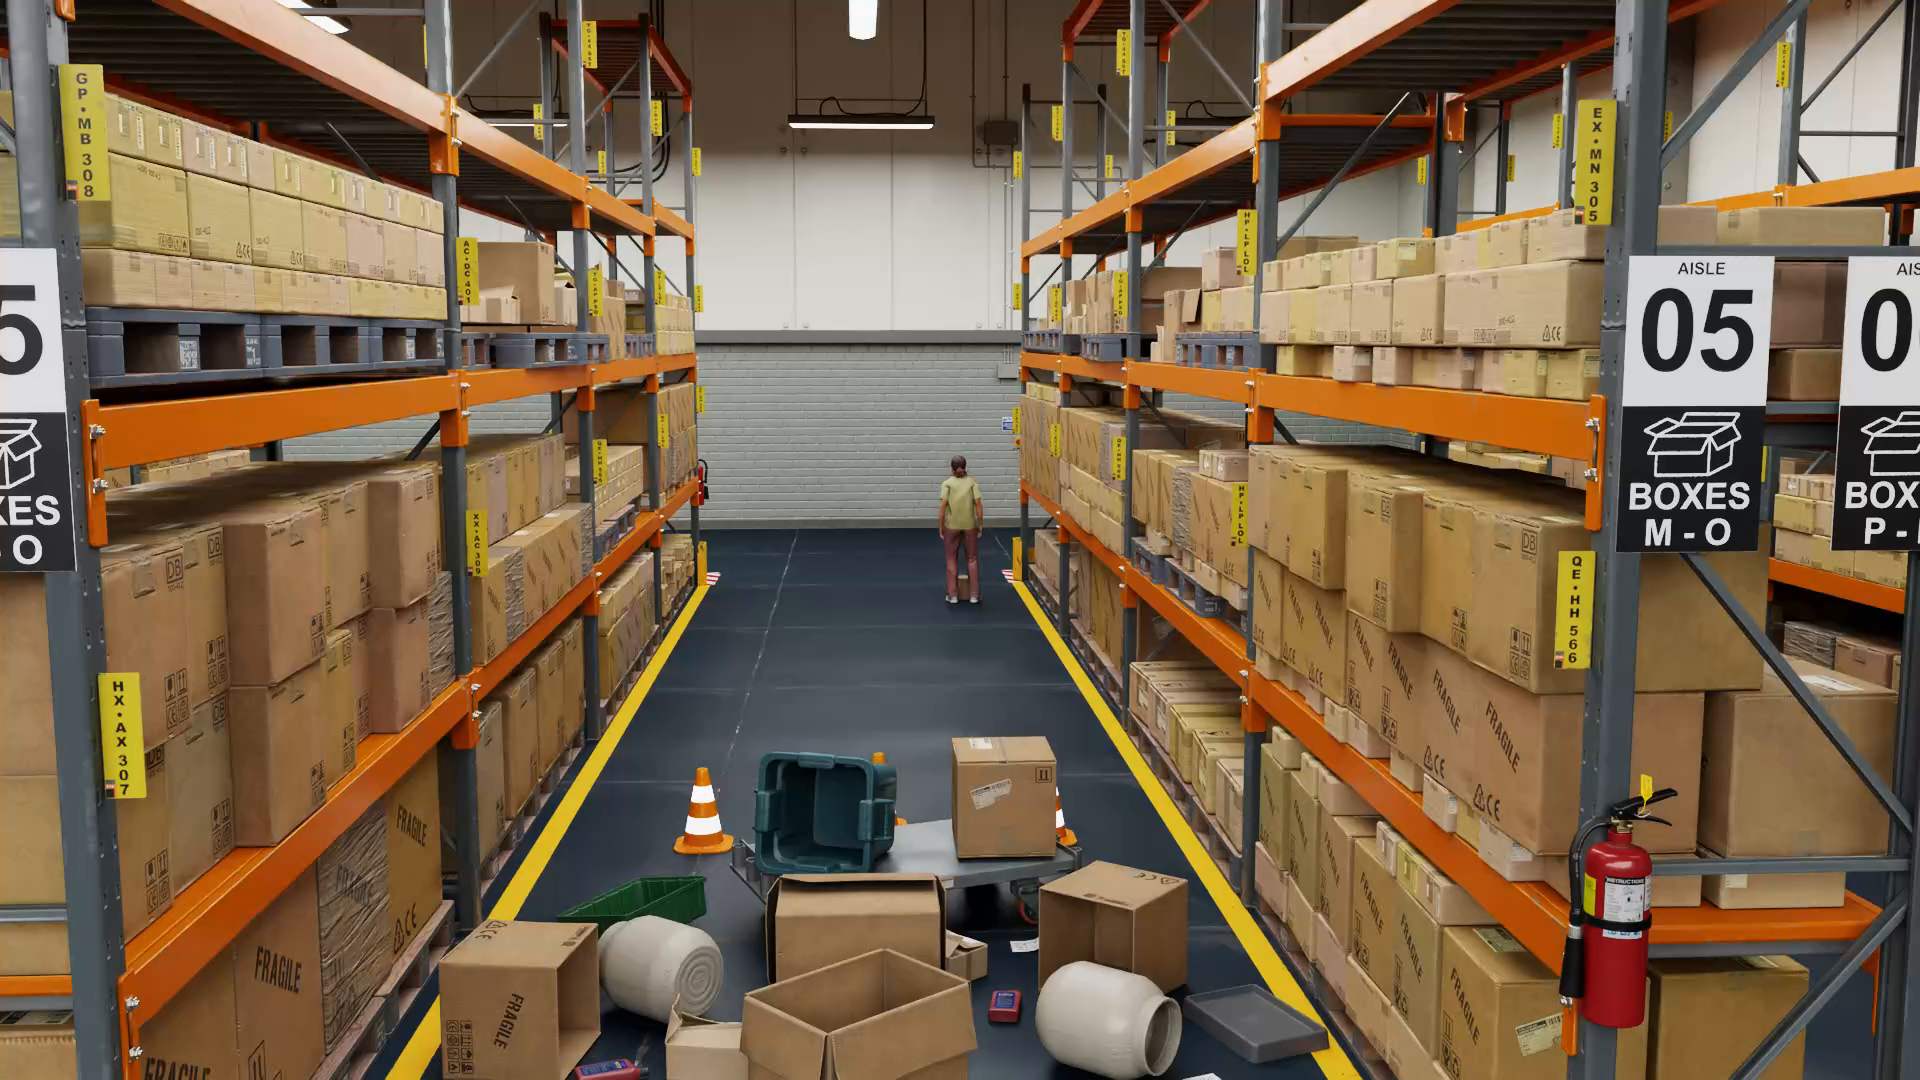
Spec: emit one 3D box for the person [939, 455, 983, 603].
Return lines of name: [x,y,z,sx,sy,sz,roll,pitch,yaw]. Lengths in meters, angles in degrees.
person: [0.009,-0.127,18.803,0.506,1.671,0.364,-1,7,-5]
